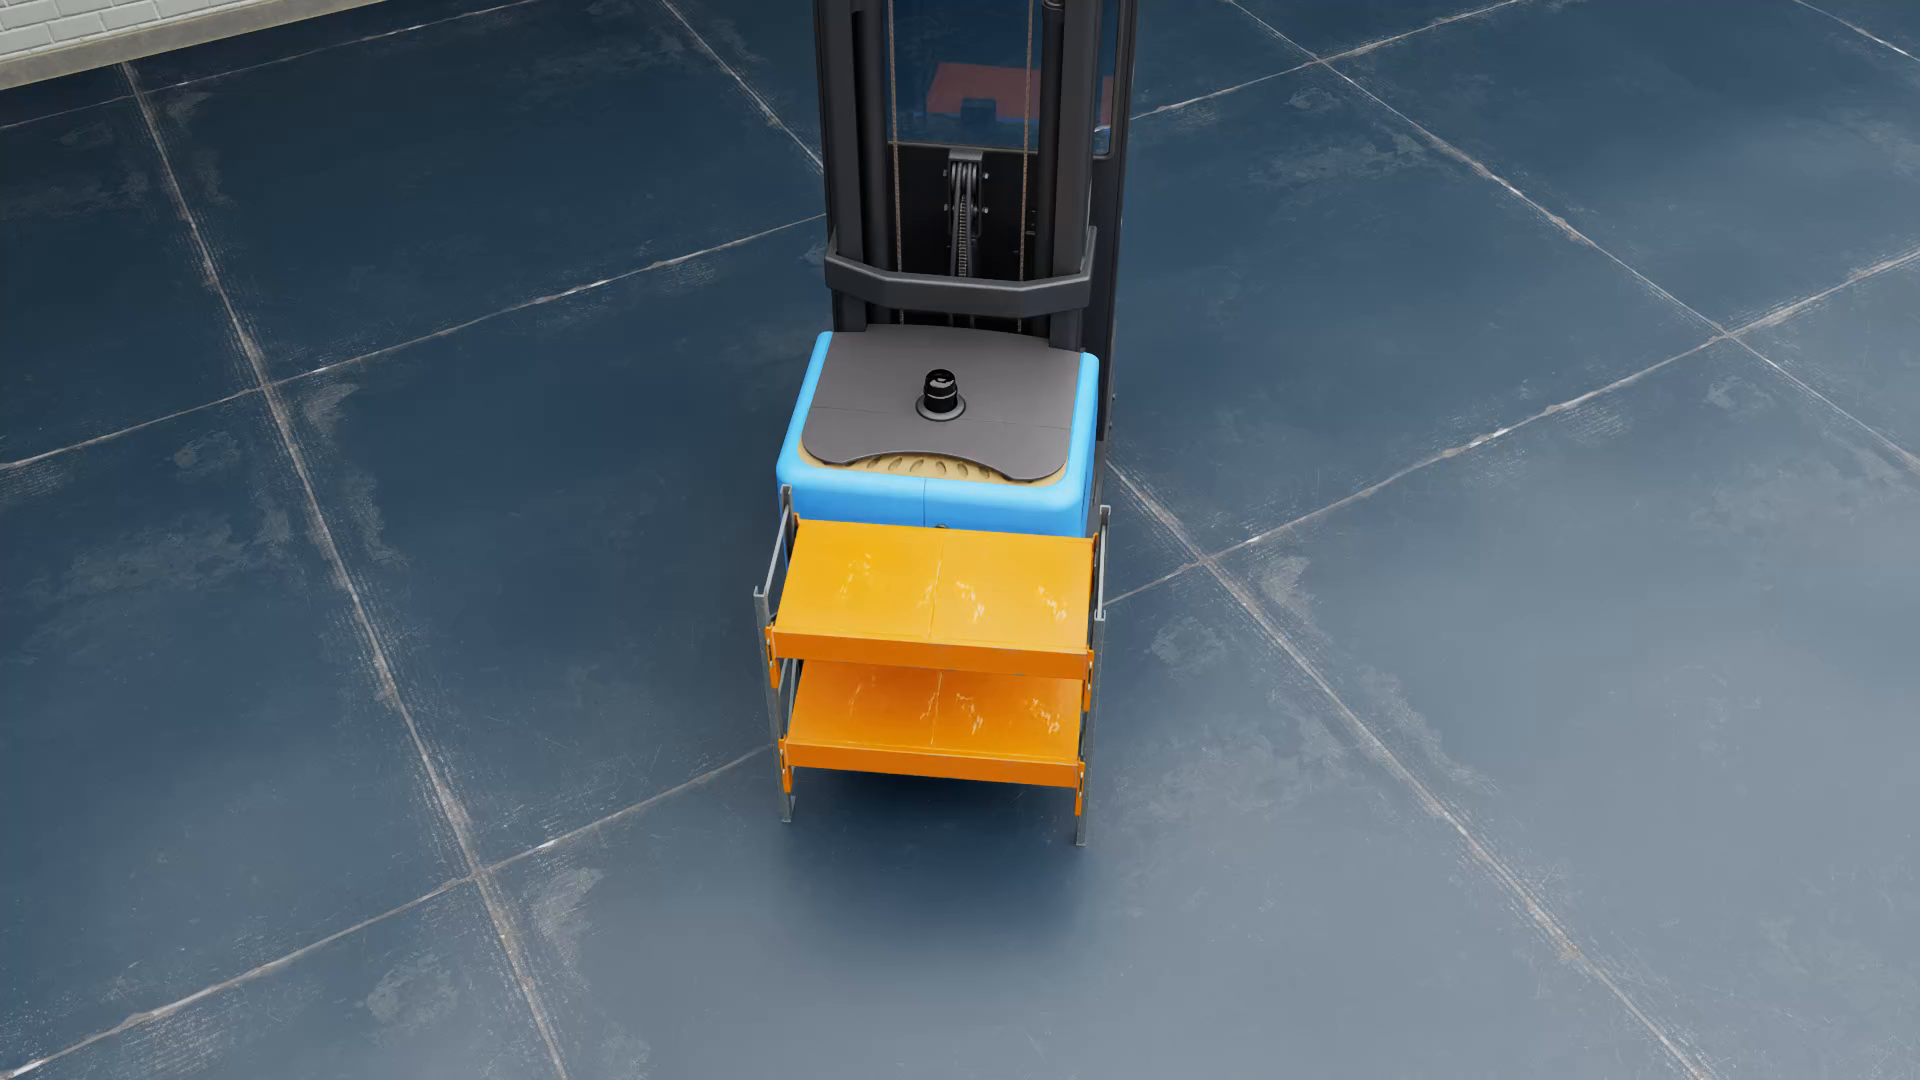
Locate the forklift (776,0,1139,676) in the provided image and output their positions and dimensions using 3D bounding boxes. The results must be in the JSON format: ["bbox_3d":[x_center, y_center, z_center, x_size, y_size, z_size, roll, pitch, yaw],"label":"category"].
[{"bbox_3d":[0.084,-1.483,6.173,1.130,2.935,3.031,5,44,6],"label":"forklift"}]

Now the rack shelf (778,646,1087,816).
[{"bbox_3d":[-0.071,0.608,5.667,1.000,0.278,0.538,4,44,4],"label":"rack shelf"}]

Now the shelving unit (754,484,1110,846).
[{"bbox_3d":[-0.071,0.433,5.496,1.048,1.125,0.538,4,44,4],"label":"shelving unit"}]

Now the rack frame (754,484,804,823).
[{"bbox_3d":[-0.577,0.399,5.531,0.032,1.125,0.500,4,44,4],"label":"rack frame"}]

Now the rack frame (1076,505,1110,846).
[{"bbox_3d":[0.435,0.467,5.461,0.032,1.125,0.500,4,44,4],"label":"rack frame"}]

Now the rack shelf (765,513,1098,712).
[{"bbox_3d":[-0.071,0.223,5.293,1.000,0.278,0.538,4,44,4],"label":"rack shelf"}]
